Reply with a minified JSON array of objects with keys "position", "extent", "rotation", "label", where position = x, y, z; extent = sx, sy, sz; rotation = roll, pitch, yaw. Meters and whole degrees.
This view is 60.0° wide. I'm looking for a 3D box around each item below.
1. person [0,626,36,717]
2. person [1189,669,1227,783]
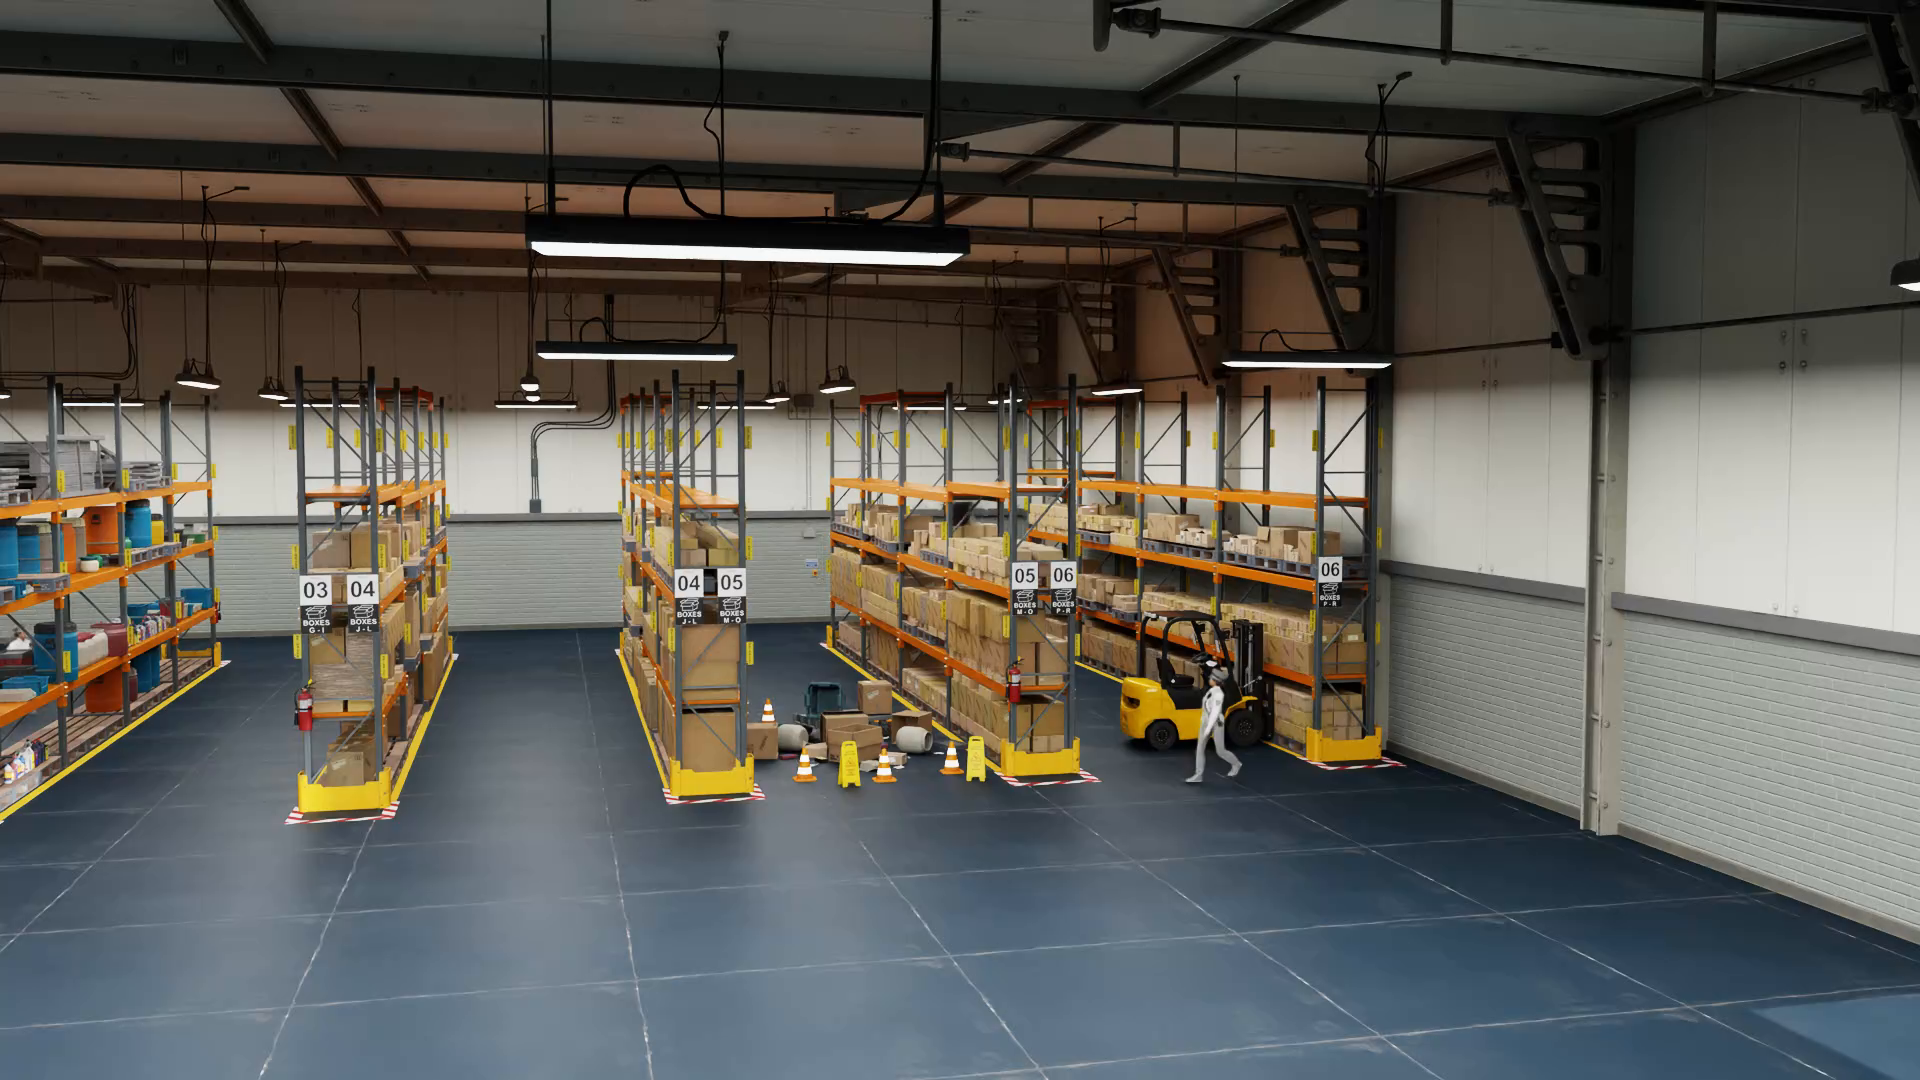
[{"position":[-17.109,2.397,30.147],"extent":[0.605,1.686,0.618],"rotation":[-2,4,-32],"label":"person"},{"position":[3.657,2.708,24.303],"extent":[0.505,1.674,0.482],"rotation":[3,4,39],"label":"person"}]
